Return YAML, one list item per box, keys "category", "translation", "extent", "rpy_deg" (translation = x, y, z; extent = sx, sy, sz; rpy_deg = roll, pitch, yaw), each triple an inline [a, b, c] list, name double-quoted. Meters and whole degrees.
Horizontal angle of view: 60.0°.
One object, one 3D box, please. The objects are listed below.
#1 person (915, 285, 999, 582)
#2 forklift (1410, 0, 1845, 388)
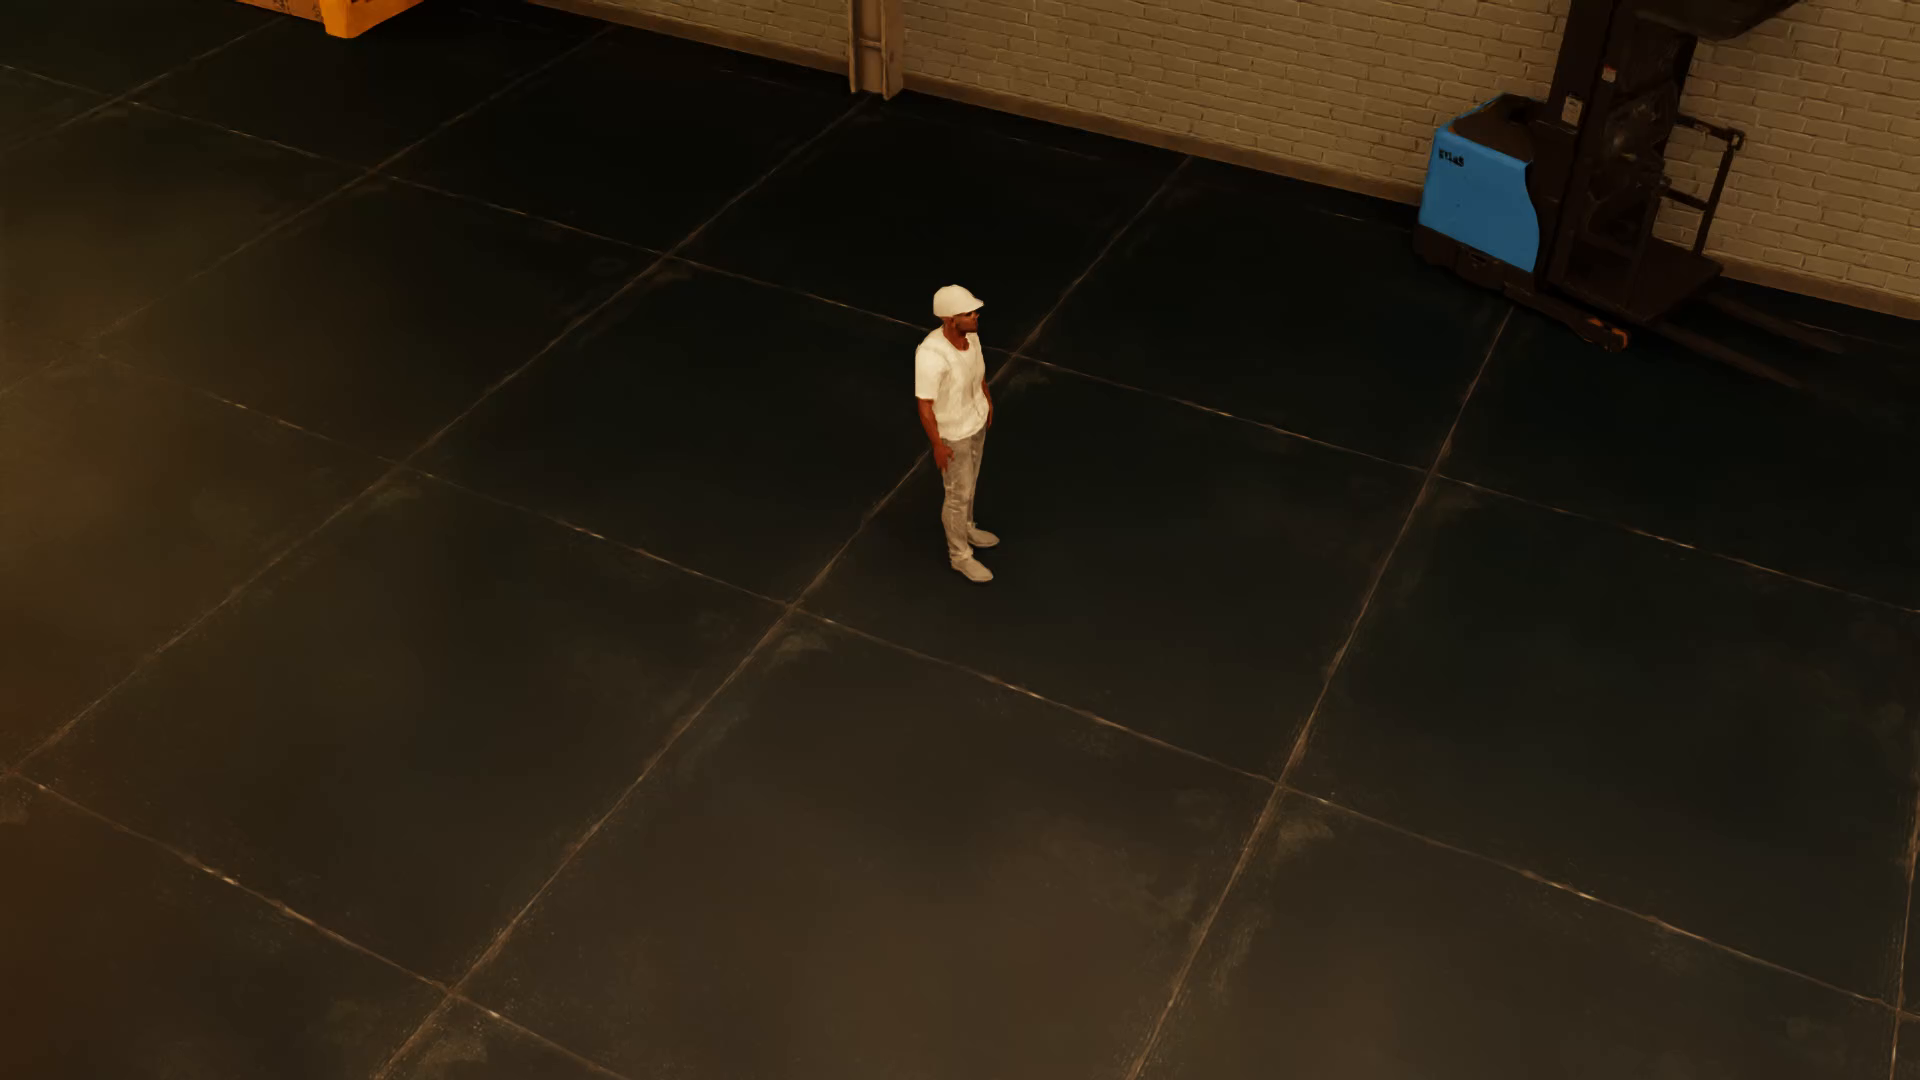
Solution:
- category: "person"
  translation: [0.059, -0.655, 9.662]
  extent: [0.576, 1.760, 0.665]
  rpy_deg: [18, 43, 21]
- category: "forklift"
  translation: [4.837, -2.830, 11.347]
  extent: [1.130, 2.935, 3.031]
  rpy_deg: [-31, 49, -31]
